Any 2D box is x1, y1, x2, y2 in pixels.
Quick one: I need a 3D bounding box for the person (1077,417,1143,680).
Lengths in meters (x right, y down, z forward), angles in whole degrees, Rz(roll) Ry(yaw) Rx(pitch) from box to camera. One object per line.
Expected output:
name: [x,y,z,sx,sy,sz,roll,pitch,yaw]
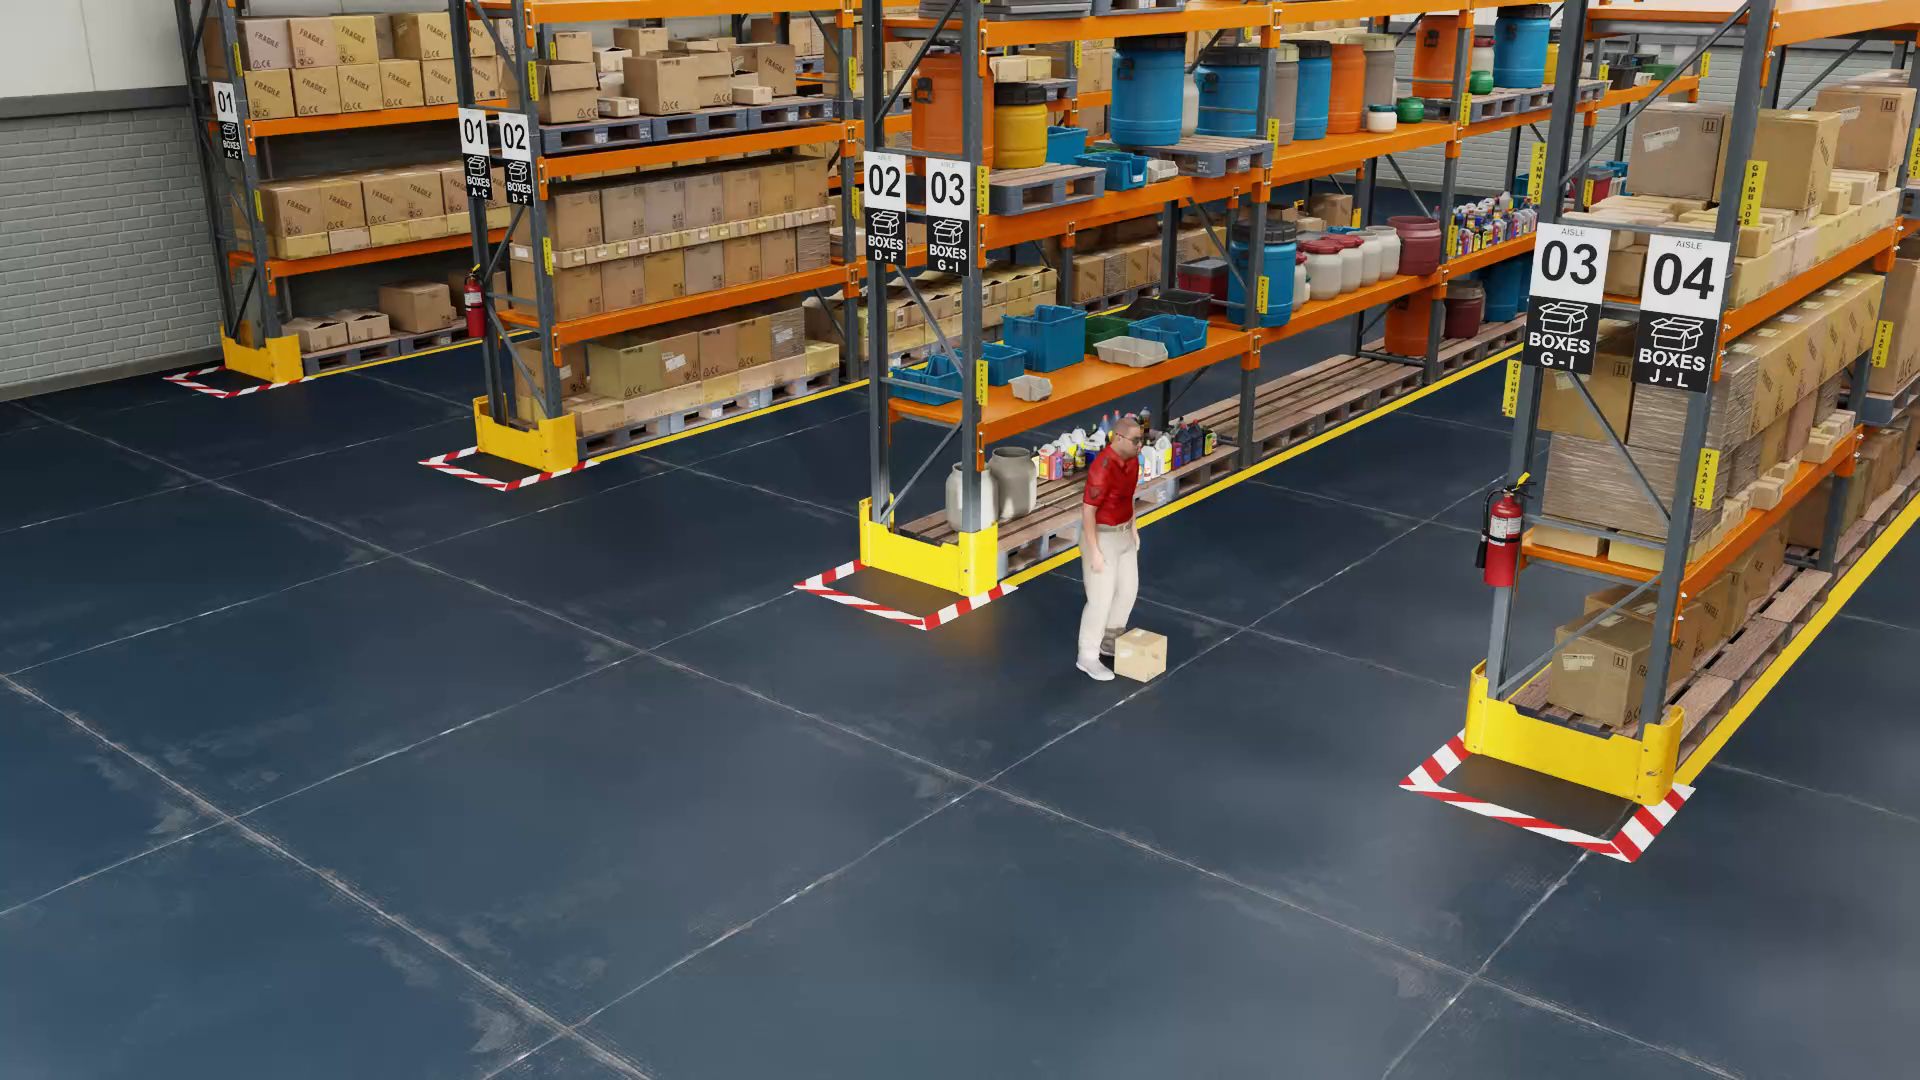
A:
person: [1.014,0.020,11.040,0.401,1.726,0.605,14,24,33]
